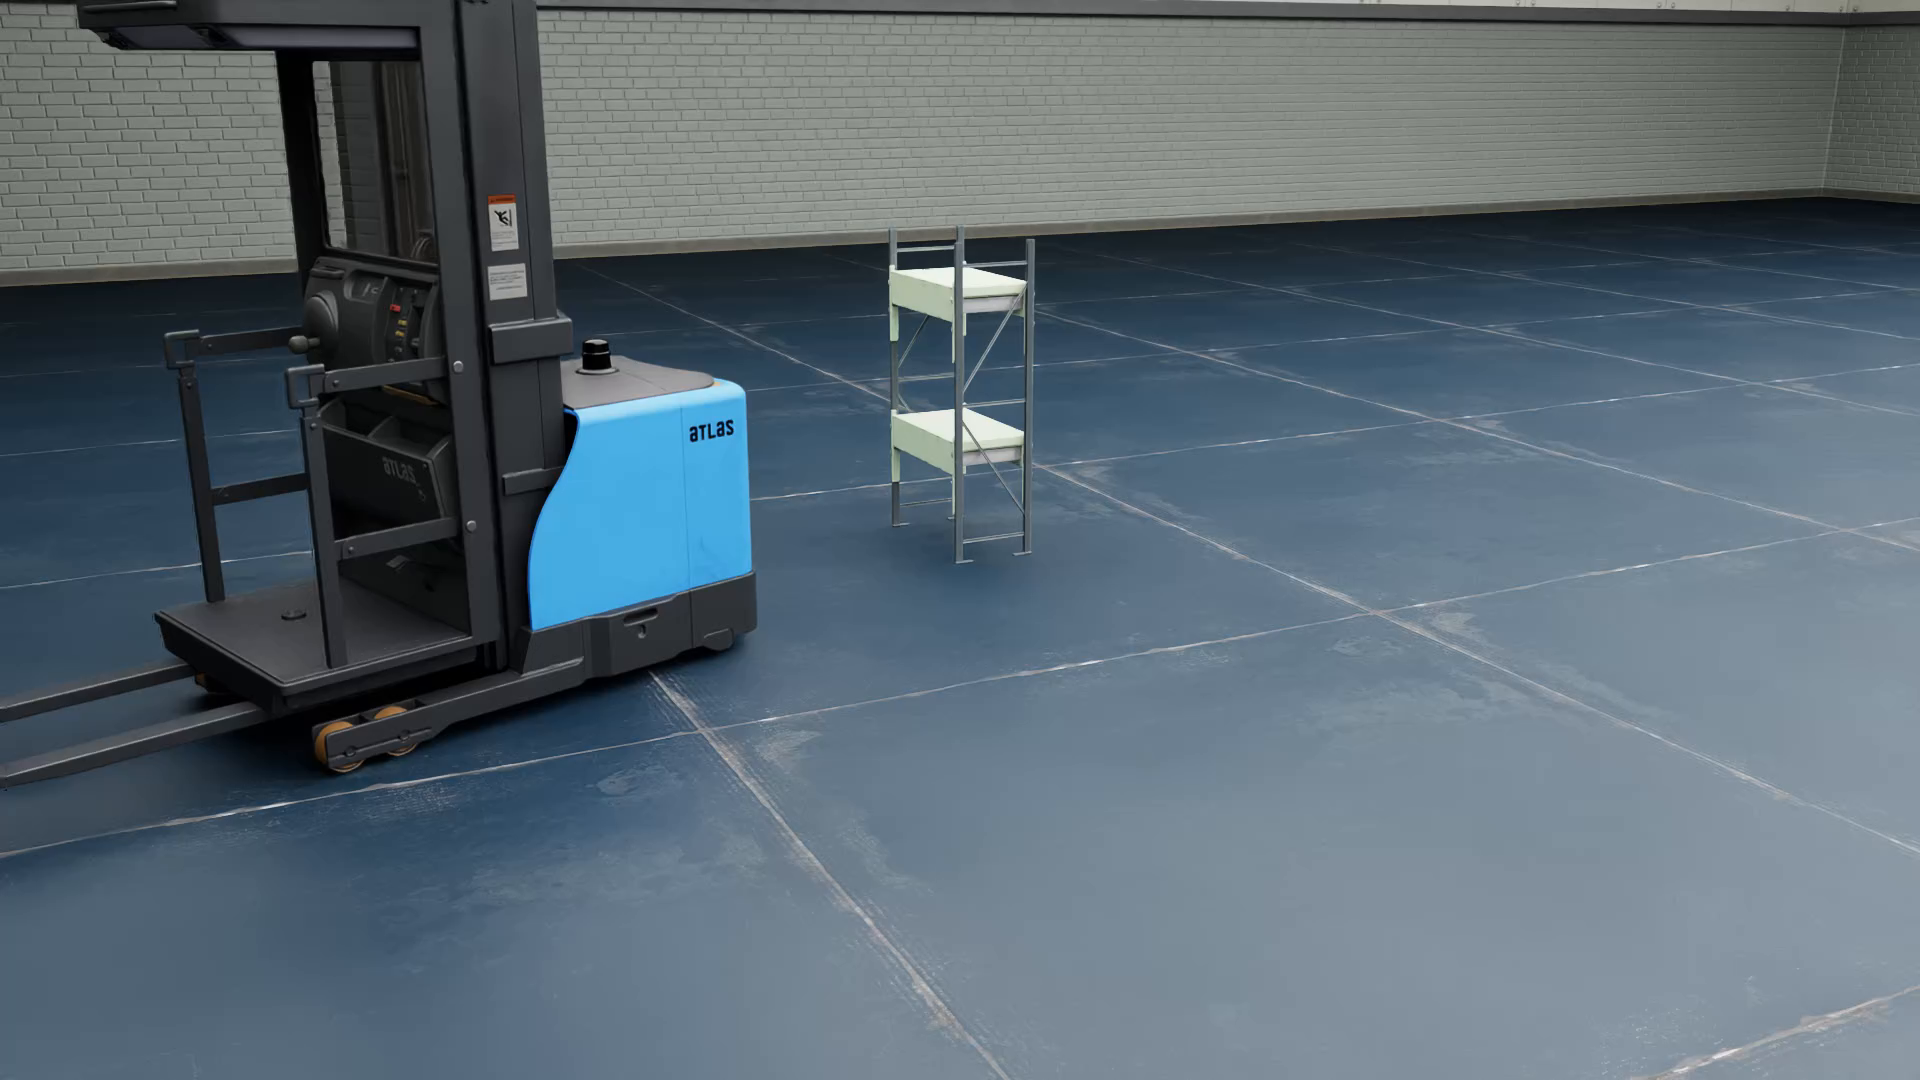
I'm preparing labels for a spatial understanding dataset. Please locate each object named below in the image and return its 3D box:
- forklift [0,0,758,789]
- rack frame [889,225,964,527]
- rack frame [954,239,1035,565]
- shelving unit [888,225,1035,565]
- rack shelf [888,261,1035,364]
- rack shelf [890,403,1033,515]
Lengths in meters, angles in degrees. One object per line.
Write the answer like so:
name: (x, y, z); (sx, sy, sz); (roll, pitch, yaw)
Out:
forklift: (-2.220, -0.793, 5.702); (1.130, 2.935, 3.031); (15, 22, 43)
rack frame: (-0.163, -0.813, 8.366); (0.400, 1.500, 0.023); (-8, 18, -25)
rack frame: (0.157, -0.632, 7.733); (0.400, 1.500, 0.023); (-8, 18, -25)
shelving unit: (-0.003, -0.723, 8.050); (0.431, 1.500, 0.755); (-8, 18, -25)
rack shelf: (-0.003, -1.098, 7.942); (0.431, 0.370, 0.720); (-8, 18, -25)
rack shelf: (-0.003, -0.409, 8.139); (0.431, 0.370, 0.720); (-8, 18, -25)
